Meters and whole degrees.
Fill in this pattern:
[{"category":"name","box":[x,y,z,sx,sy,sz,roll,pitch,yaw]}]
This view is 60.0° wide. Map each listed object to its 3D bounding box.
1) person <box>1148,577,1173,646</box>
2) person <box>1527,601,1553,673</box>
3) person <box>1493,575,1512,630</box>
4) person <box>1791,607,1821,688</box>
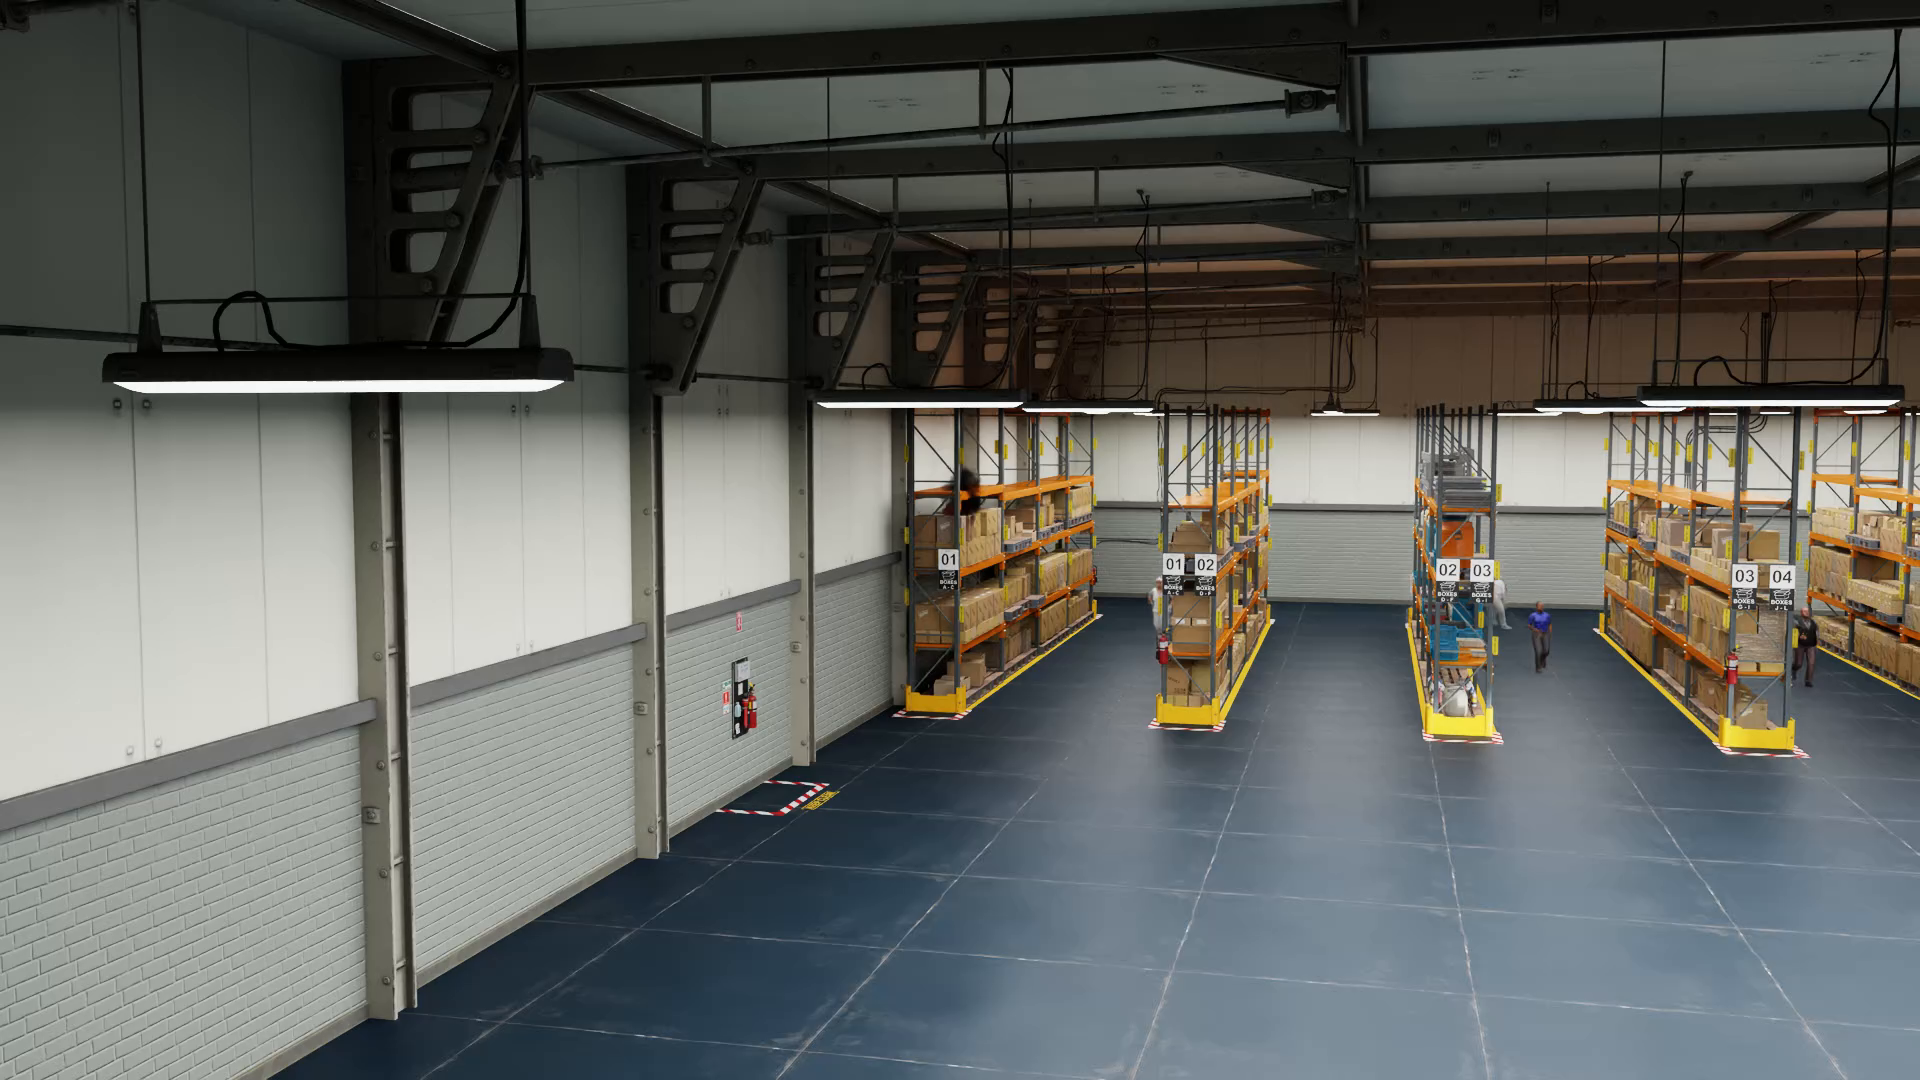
[{"category":"person","box":[4.970,1.832,41.301,0.629,1.831,0.754,1,4,18]},{"category":"person","box":[13.098,2.199,37.490,0.573,1.593,0.525,0,4,4]},{"category":"person","box":[14.601,1.549,45.328,0.747,1.741,0.852,-2,5,-26]},{"category":"person","box":[18.116,2.283,35.656,0.670,1.692,0.824,1,4,8]}]
